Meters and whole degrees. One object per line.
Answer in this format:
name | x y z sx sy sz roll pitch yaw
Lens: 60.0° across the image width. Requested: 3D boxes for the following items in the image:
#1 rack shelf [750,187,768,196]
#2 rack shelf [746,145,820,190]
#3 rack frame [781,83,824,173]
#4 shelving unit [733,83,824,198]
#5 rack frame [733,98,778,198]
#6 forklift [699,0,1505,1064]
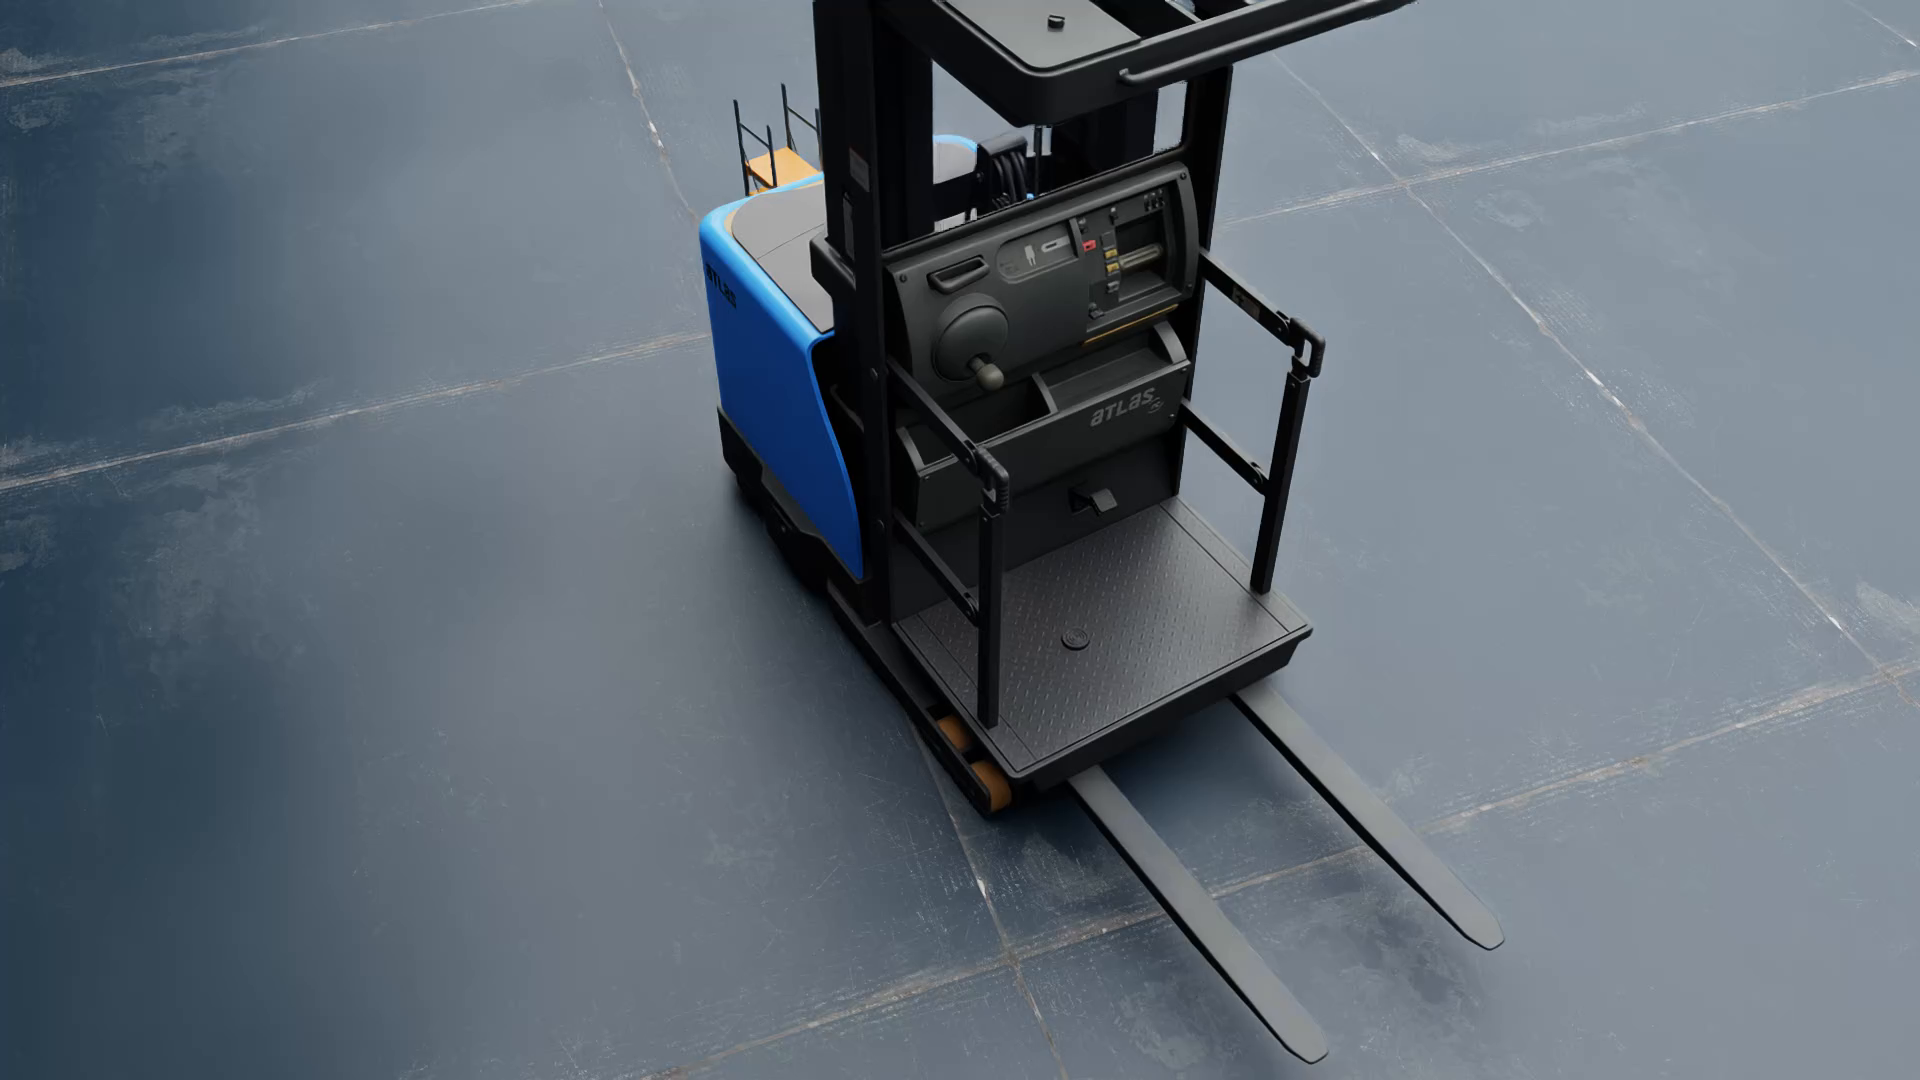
rack shelf | -0.595 -1.138 5.752 0.180 0.103 0.258 -26 48 -24
rack shelf | -0.598 -1.226 5.671 0.180 0.103 0.258 -26 48 -24
rack frame | -0.514 -1.031 5.921 0.006 1.200 0.240 -26 48 -24
shelving unit | -0.589 -0.994 5.884 0.189 1.200 0.258 -26 48 -24
rack frame | -0.664 -0.957 5.847 0.006 1.200 0.240 -26 48 -24
forklift | 0.358 -0.608 4.287 1.130 2.935 3.031 -24 50 -22
